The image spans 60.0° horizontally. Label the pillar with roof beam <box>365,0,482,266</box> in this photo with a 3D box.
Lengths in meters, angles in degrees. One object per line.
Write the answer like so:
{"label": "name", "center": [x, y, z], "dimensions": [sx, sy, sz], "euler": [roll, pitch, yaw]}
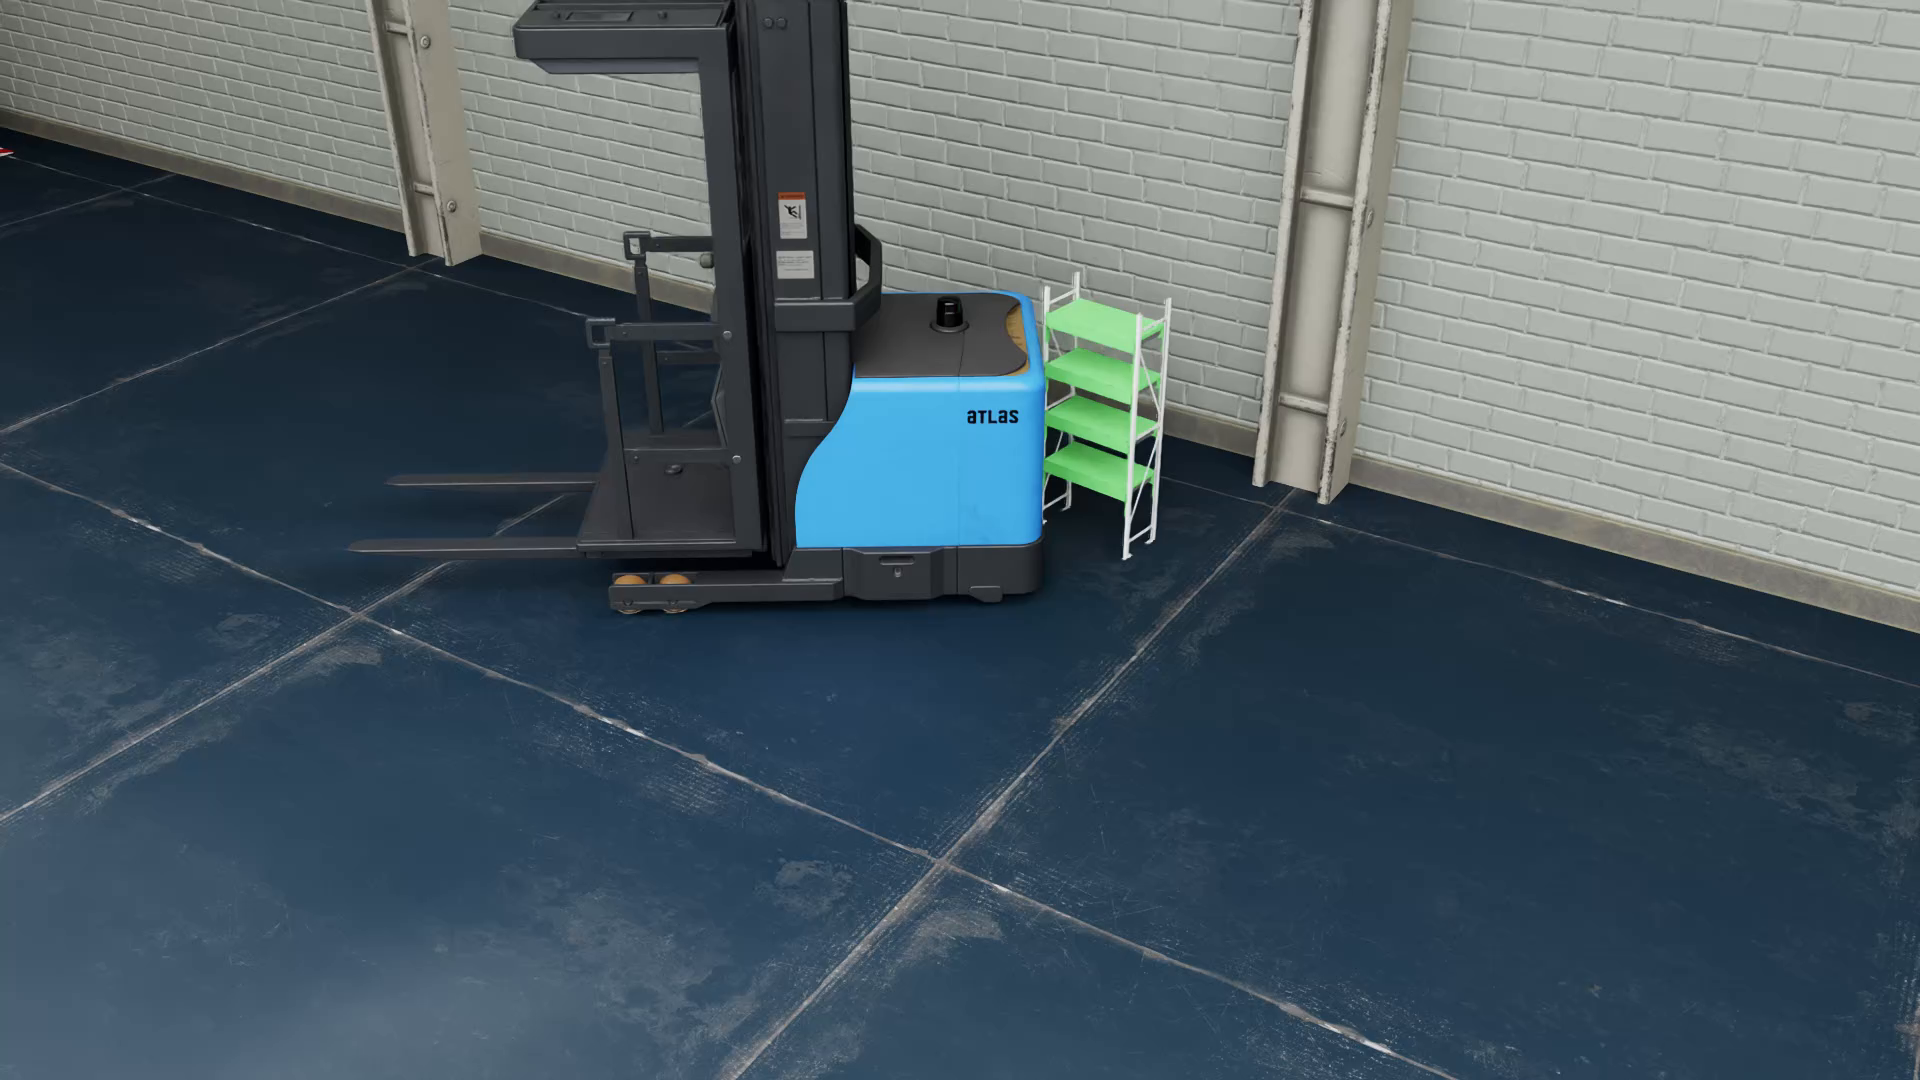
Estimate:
{"label": "pillar with roof beam", "center": [-5.679, -3.944, 5.581], "dimensions": [0.400, 9.000, 9.100], "euler": [18, 35, 27]}

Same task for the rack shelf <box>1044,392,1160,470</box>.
{"label": "rack shelf", "center": [0.639, -0.498, 7.540], "dimensions": [0.480, 0.148, 0.258], "euler": [23, 37, 34]}

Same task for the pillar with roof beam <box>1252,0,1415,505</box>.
{"label": "pillar with roof beam", "center": [-0.598, -2.337, 2.826], "dimensions": [0.400, 9.000, 9.100], "euler": [18, 35, 27]}

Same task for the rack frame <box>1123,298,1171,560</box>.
{"label": "rack frame", "center": [0.827, -0.474, 7.372], "dimensions": [0.015, 1.200, 0.240], "euler": [23, 37, 34]}

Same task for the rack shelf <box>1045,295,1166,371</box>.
{"label": "rack shelf", "center": [0.639, -0.913, 7.298], "dimensions": [0.480, 0.148, 0.258], "euler": [23, 37, 34]}

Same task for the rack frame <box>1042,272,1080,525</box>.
{"label": "rack frame", "center": [0.452, -0.632, 7.642], "dimensions": [0.015, 1.200, 0.240], "euler": [23, 37, 34]}

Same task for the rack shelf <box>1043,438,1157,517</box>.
{"label": "rack shelf", "center": [0.639, -0.291, 7.661], "dimensions": [0.480, 0.148, 0.258], "euler": [23, 37, 34]}

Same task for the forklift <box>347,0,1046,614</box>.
{"label": "forklift", "center": [-1.161, -1.216, 6.926], "dimensions": [3.031, 2.935, 1.130], "euler": [-1, 30, -1]}

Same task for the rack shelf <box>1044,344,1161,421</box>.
{"label": "rack shelf", "center": [0.639, -0.705, 7.419], "dimensions": [0.480, 0.148, 0.258], "euler": [23, 37, 34]}

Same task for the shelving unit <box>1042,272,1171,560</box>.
{"label": "shelving unit", "center": [0.639, -0.553, 7.507], "dimensions": [0.503, 1.200, 0.258], "euler": [23, 37, 34]}
